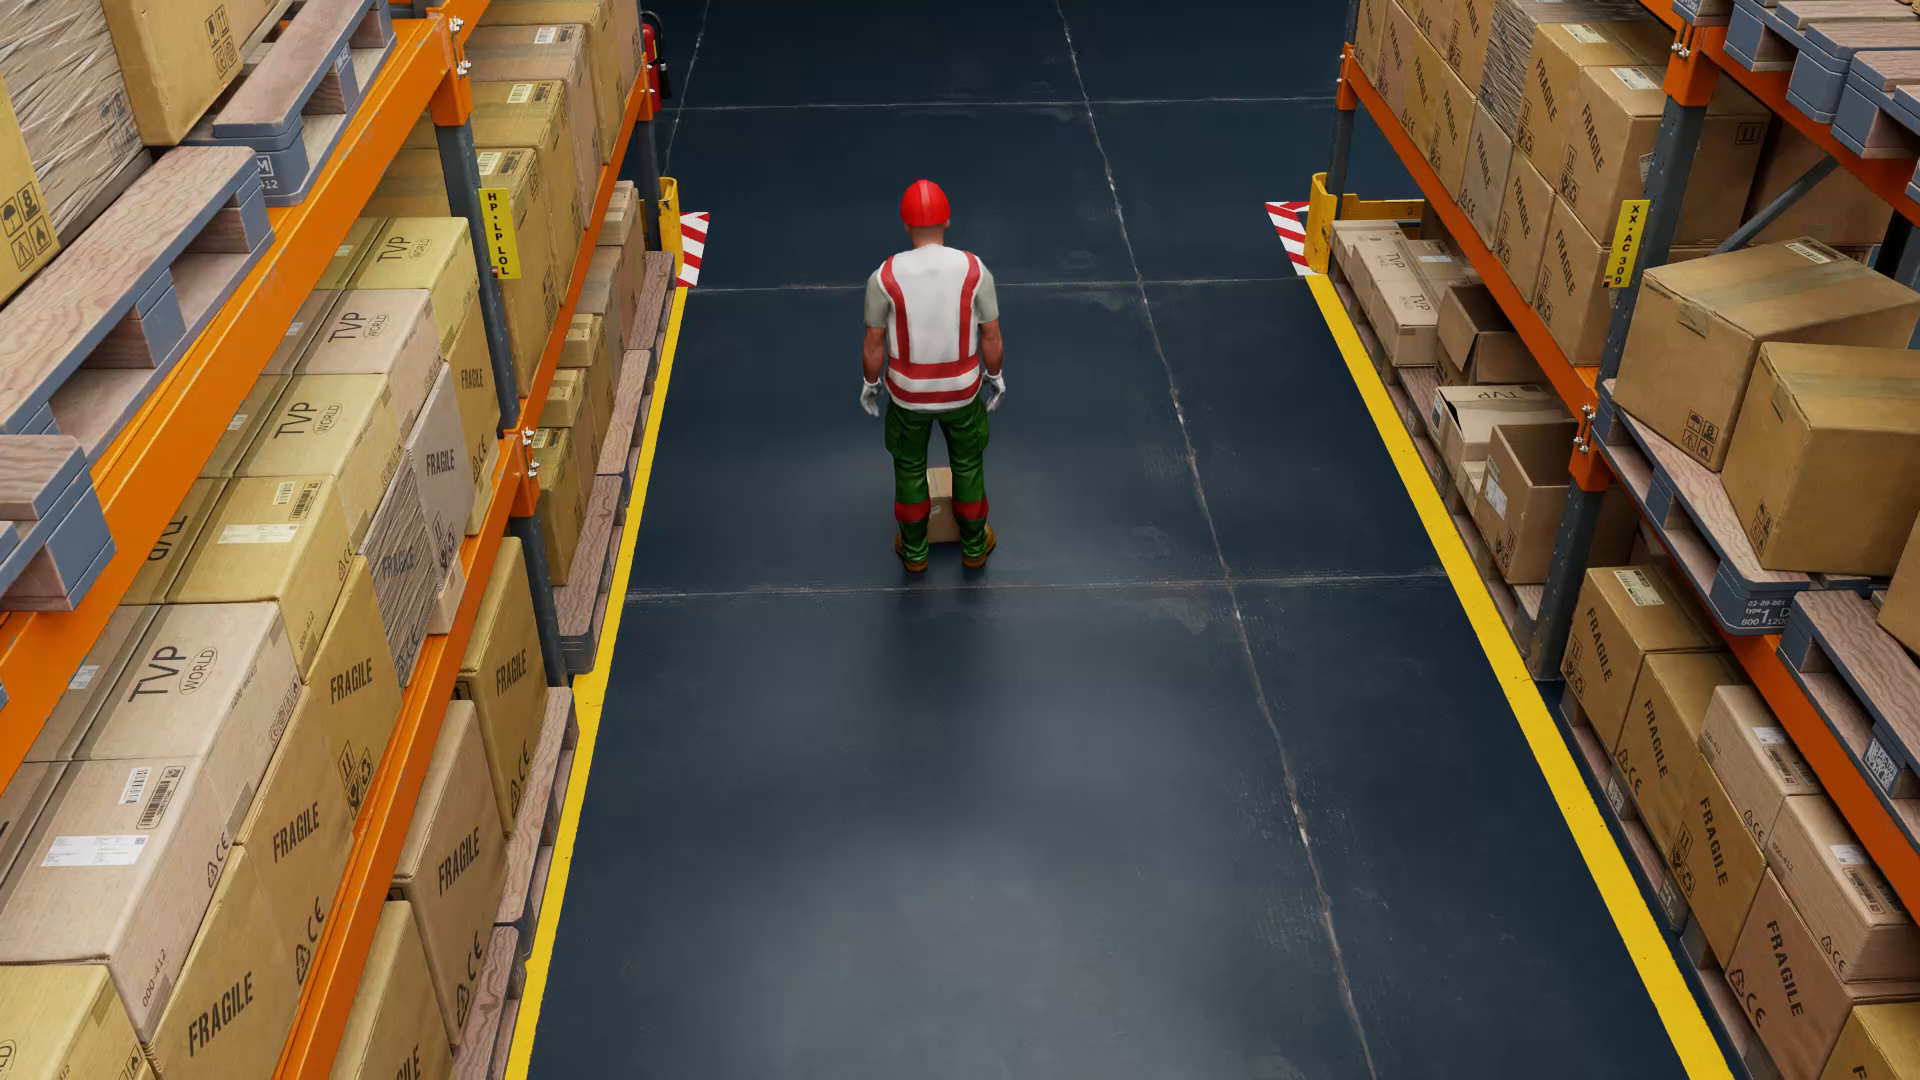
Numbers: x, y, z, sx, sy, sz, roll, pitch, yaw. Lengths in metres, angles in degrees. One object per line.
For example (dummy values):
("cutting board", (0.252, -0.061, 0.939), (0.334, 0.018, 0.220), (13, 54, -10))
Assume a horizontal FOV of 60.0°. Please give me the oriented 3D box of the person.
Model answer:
("person", (-0.113, -0.660, 7.076), (0.623, 1.779, 0.452), (-2, 35, -4))
